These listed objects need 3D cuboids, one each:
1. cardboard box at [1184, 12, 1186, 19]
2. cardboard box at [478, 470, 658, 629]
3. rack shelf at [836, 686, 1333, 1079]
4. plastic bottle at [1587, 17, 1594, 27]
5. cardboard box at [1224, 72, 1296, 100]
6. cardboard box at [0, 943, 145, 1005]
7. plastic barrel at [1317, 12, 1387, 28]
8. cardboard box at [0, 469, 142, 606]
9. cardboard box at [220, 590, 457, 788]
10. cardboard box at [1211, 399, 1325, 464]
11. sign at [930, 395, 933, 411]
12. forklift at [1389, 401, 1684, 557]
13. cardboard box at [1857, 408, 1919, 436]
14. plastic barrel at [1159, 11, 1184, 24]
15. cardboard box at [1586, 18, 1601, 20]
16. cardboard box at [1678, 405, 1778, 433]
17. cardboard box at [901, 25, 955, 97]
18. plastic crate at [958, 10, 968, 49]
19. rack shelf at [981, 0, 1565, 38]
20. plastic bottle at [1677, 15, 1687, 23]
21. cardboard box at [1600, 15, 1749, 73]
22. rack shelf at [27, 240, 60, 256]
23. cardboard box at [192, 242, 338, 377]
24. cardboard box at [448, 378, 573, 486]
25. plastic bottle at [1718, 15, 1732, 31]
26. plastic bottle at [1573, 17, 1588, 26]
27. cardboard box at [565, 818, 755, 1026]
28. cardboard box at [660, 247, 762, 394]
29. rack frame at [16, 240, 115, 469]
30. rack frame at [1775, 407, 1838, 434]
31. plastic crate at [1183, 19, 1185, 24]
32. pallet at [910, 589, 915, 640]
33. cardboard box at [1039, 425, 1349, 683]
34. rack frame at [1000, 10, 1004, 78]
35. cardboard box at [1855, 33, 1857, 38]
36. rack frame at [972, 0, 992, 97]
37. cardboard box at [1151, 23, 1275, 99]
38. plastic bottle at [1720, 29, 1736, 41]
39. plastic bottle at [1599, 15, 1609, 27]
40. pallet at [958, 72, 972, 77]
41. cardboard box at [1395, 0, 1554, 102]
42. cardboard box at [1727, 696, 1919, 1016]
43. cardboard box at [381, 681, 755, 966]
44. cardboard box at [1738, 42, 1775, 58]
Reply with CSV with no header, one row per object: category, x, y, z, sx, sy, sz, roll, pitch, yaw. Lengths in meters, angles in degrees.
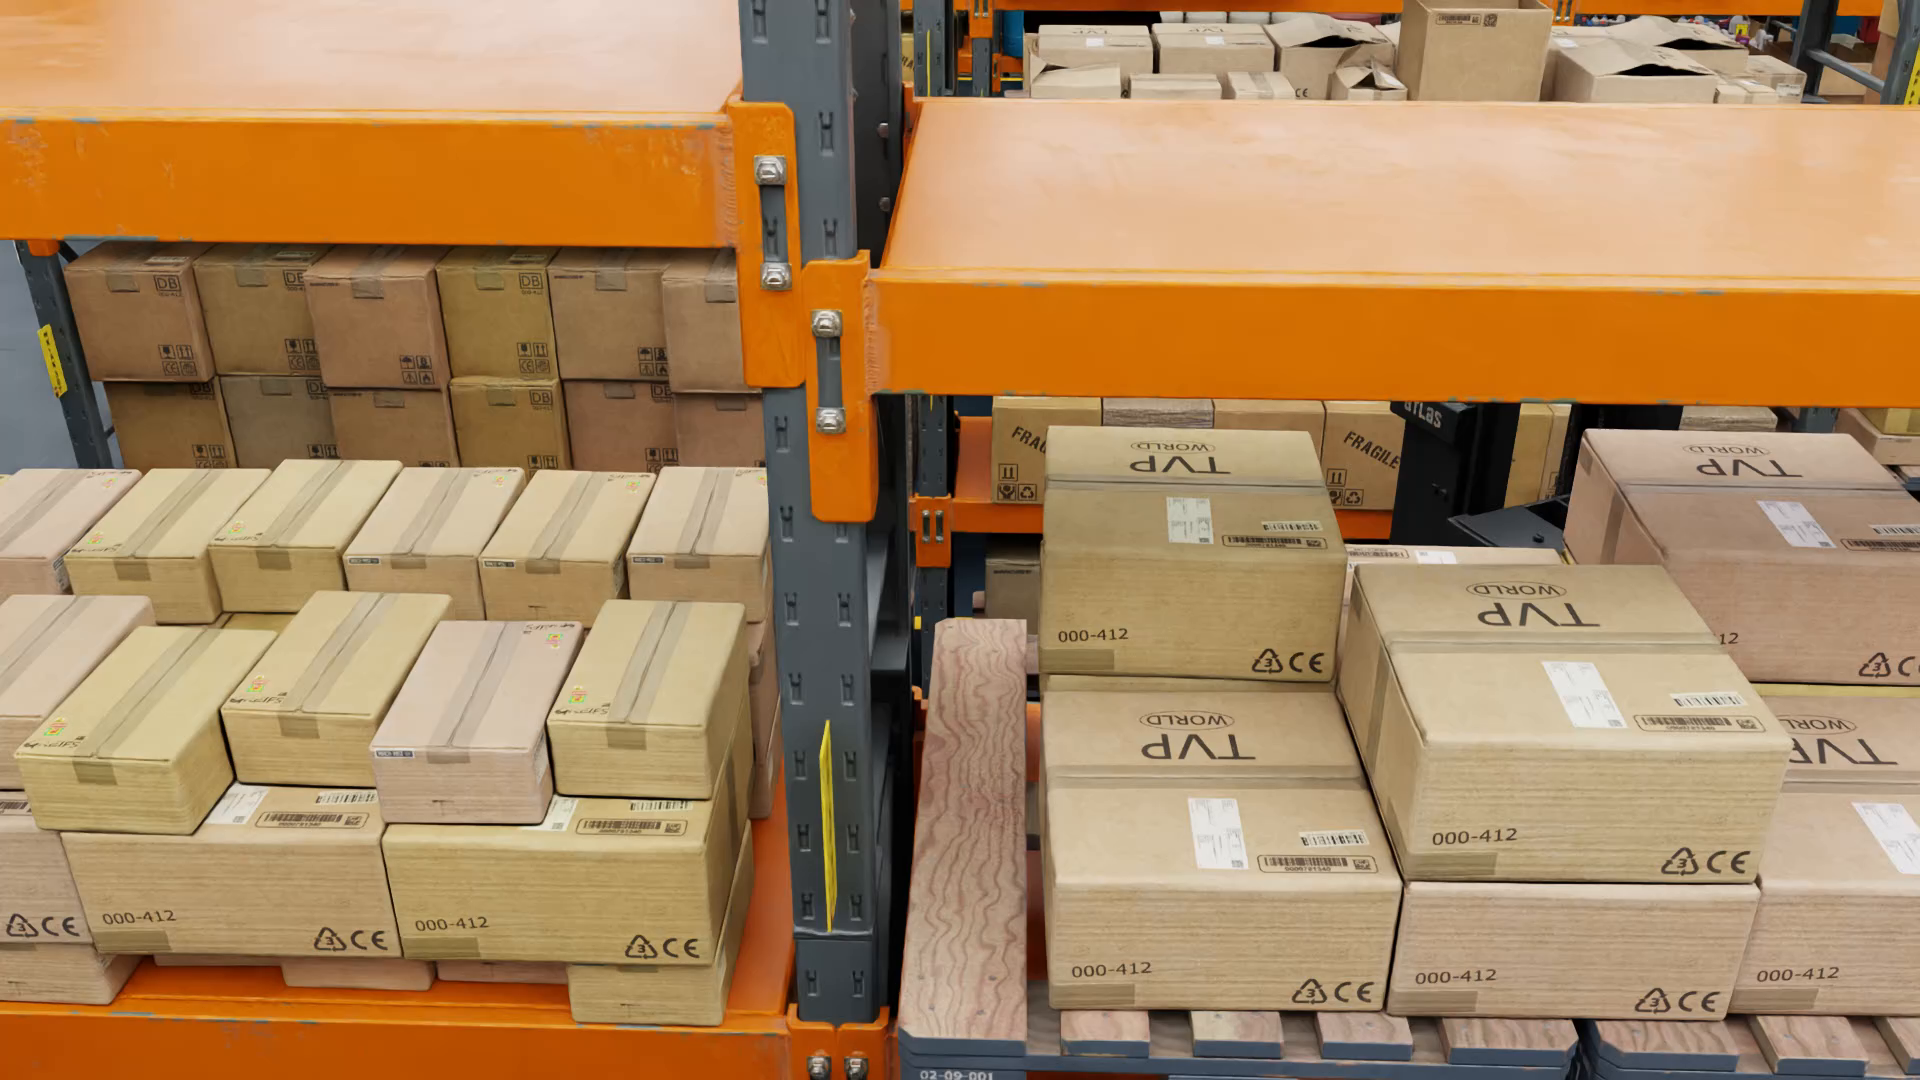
cardboard box,2.960,-6.609,21.402,0.500,0.311,0.500,1,28,1
cardboard box,-0.748,0.013,3.238,0.250,0.149,0.380,2,28,3
rack shelf,1.815,0.753,3.192,4.000,0.370,1.077,1,28,2
plastic bottle,6.415,-5.196,16.986,0.097,0.271,0.097,0,28,0
cardboard box,1.281,-1.890,7.123,0.250,0.149,0.380,1,28,2
cardboard box,-1.538,0.627,2.929,0.250,0.149,0.380,2,28,3
plastic barrel,3.863,-5.089,16.502,0.708,0.536,0.600,1,28,2
cardboard box,-1.791,0.007,3.248,0.250,0.149,0.380,1,28,1
cardboard box,-1.028,0.244,2.802,0.250,0.149,0.380,2,28,3
cardboard box,1.410,-0.483,7.851,0.500,0.500,0.500,1,28,2
sign,-0.129,-0.748,7.450,0.005,0.325,0.100,1,28,2
forklift,2.100,0.865,5.488,1.130,2.935,3.031,-12,30,-21
cardboard box,4.363,-0.629,7.736,0.250,0.149,0.380,2,28,4
plastic barrel,2.022,-5.159,16.634,0.433,0.535,0.433,0,28,0
cardboard box,8.011,-6.379,21.281,0.500,0.500,0.500,1,28,2
cardboard box,3.427,-0.451,7.791,0.500,0.500,0.500,1,28,2
cardboard box,-0.294,-3.407,11.982,0.500,0.500,0.500,1,28,2
plastic crate,-0.178,-5.270,17.055,0.504,0.338,0.767,1,28,2
rack shelf,2.164,-3.885,11.942,4.000,0.370,1.077,1,28,2
plastic bottle,7.406,-5.247,17.082,0.097,0.271,0.097,0,28,0
cardboard box,3.171,-2.155,7.451,0.500,0.311,0.500,1,28,2
rack shelf,-2.109,-1.631,7.690,4.000,0.370,1.077,1,28,2
cardboard box,-3.186,-1.210,8.017,0.550,0.550,0.875,1,28,2
cardboard box,-2.099,-0.682,8.174,0.500,0.550,0.875,1,28,2
plastic bottle,7.851,-5.253,17.082,0.133,0.283,0.061,1,28,2
plastic bottle,6.175,-5.029,16.586,0.185,0.351,0.144,1,28,2
cardboard box,-0.511,0.651,2.884,0.250,0.149,0.380,1,28,2
cardboard box,-1.032,-1.111,7.830,0.550,0.550,0.875,1,28,2
rack frame,-4.108,-0.657,8.287,0.127,3.000,1.000,1,28,2
rack frame,3.887,-0.525,8.037,0.127,3.000,1.000,1,28,2
plastic crate,2.091,-5.239,17.156,0.662,0.188,0.450,1,28,2
pallet,-0.868,0.592,8.908,1.213,0.211,1.003,1,28,2
cardboard box,0.400,0.012,2.999,0.500,0.250,0.500,2,28,3
rack frame,0.519,-7.548,21.285,0.127,3.000,1.000,1,28,2
cardboard box,11.478,-6.479,21.735,0.500,0.250,0.500,1,28,2
rack frame,0.166,-2.911,12.538,0.127,3.000,1.000,1,28,2
cardboard box,1.131,-2.162,7.528,0.500,0.250,0.500,1,28,1
plastic bottle,7.565,-4.903,16.430,0.135,0.276,0.152,1,28,2
plastic bottle,6.614,-5.260,17.107,0.097,0.271,0.097,0,28,0
pallet,-0.274,-6.348,22.000,1.213,0.211,1.003,1,28,2
cardboard box,2.140,-2.022,6.996,0.500,0.500,0.500,1,28,2
cardboard box,1.396,0.486,2.639,0.500,0.250,0.500,1,28,1
cardboard box,-0.637,0.456,2.827,0.500,0.250,0.500,1,28,1
cardboard box,5.544,-3.300,12.095,0.637,0.503,0.797,2,28,3
